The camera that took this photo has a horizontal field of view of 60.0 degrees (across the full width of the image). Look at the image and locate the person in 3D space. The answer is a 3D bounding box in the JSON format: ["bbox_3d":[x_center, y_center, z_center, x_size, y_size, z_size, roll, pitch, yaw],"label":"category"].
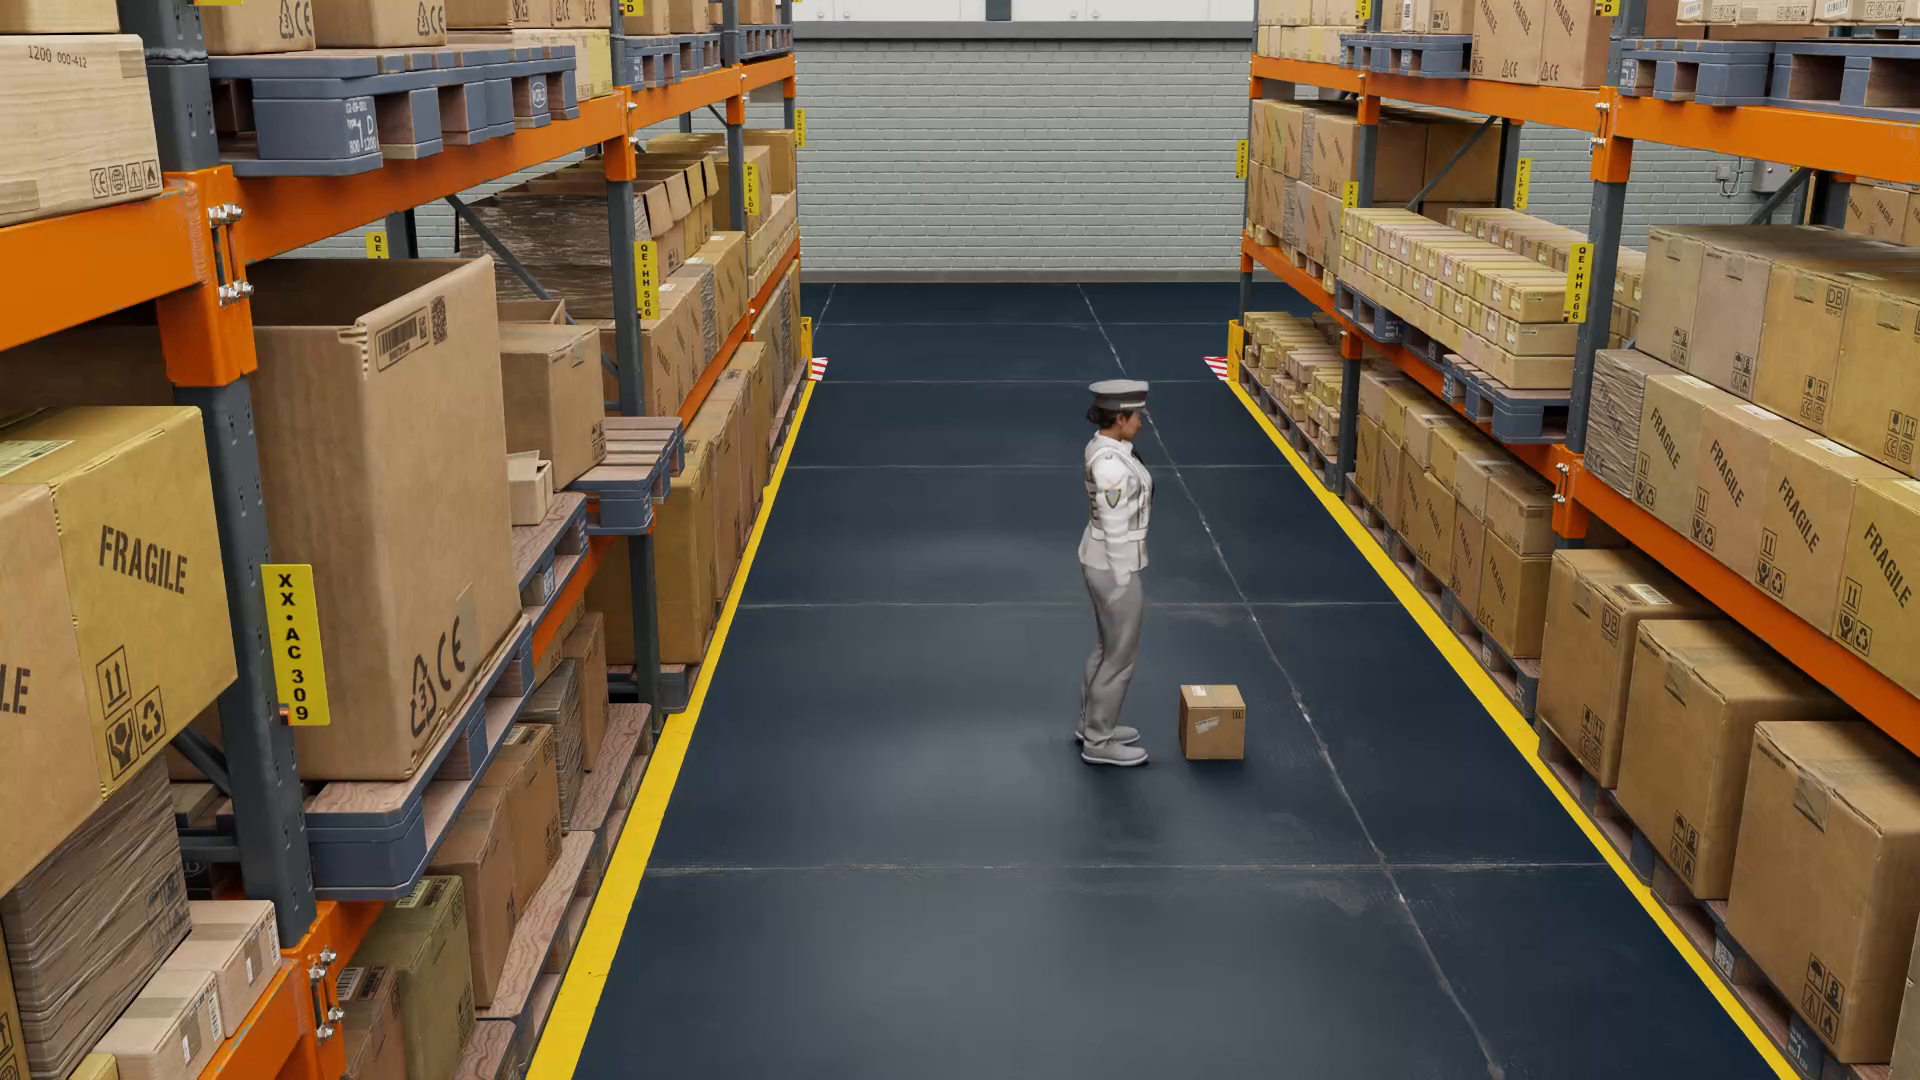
[{"bbox_3d":[0.670,0.132,7.133,0.328,1.664,0.469,0,17,0],"label":"person"}]
